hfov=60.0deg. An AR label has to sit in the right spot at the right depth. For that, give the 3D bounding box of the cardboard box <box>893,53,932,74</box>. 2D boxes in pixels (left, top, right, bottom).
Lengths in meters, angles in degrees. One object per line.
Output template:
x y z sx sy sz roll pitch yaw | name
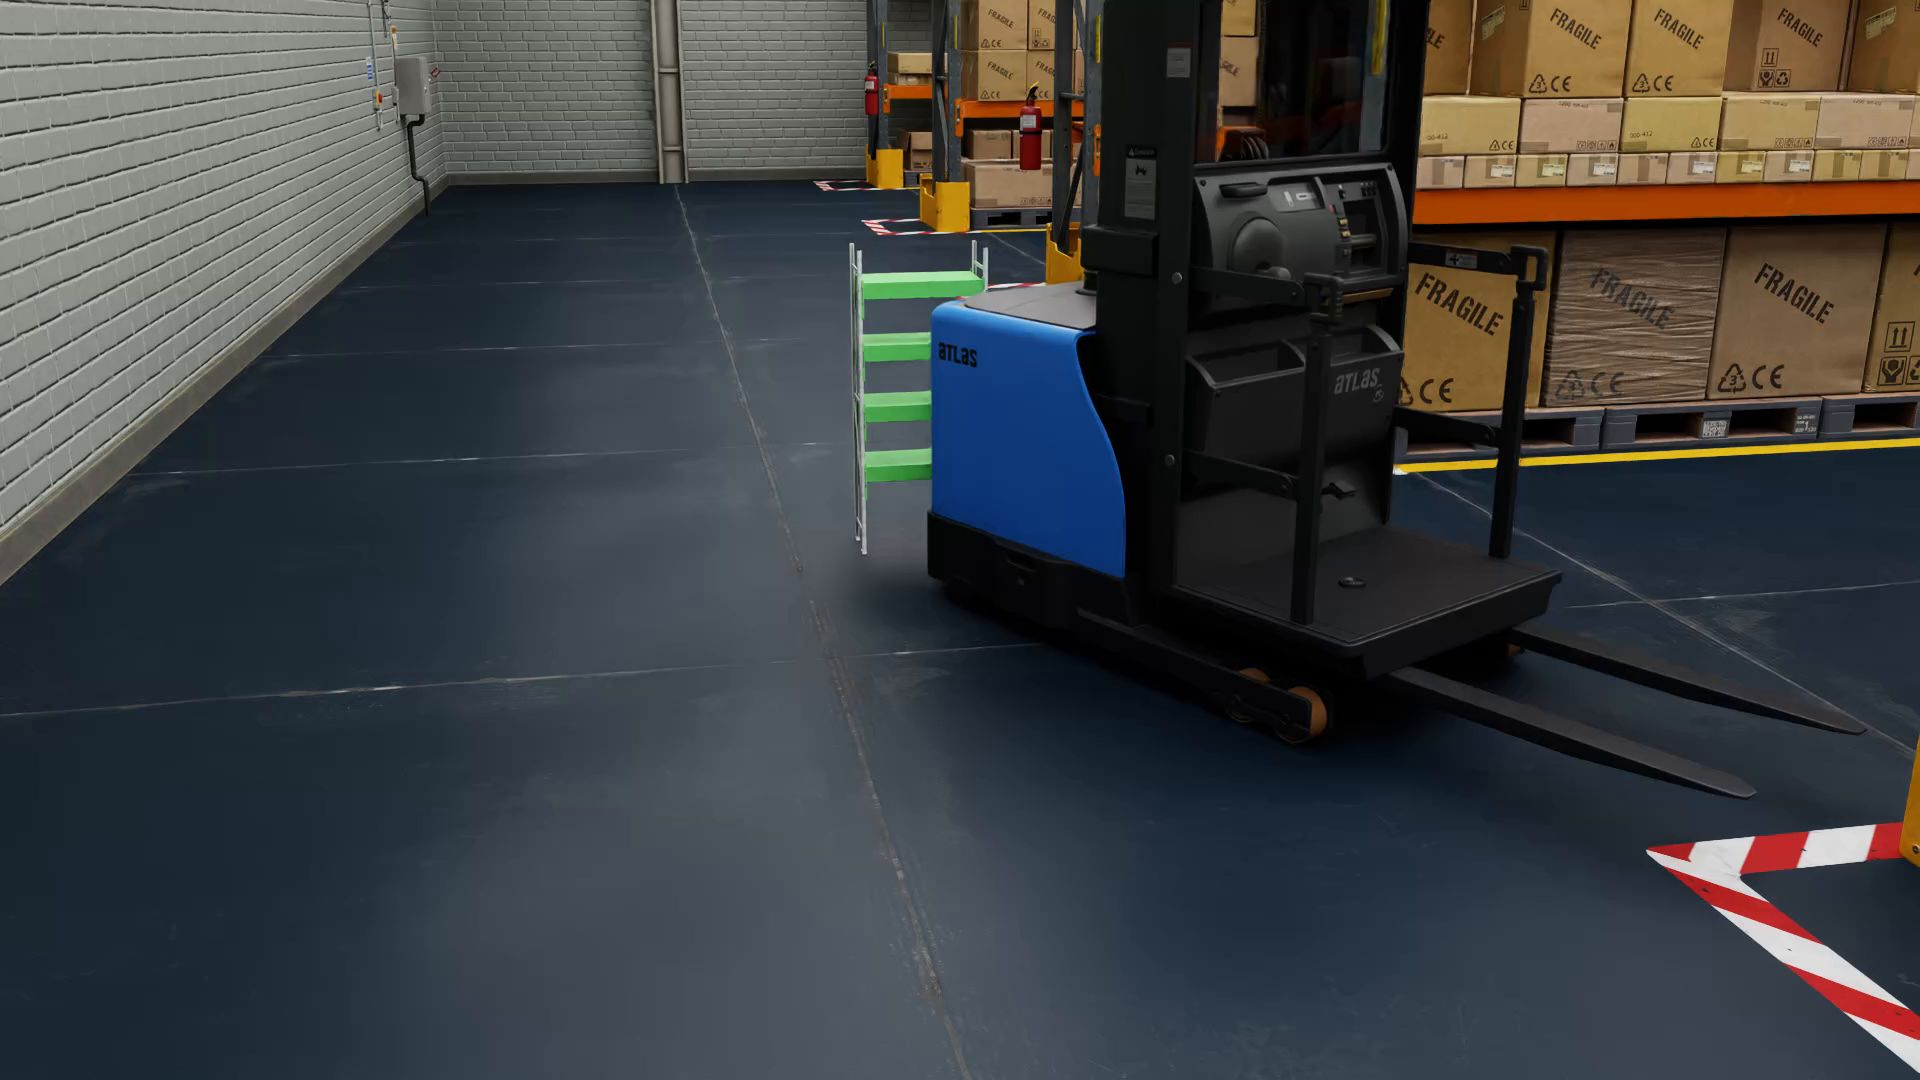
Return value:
-0.594 -6.230 21.734 0.500 0.250 0.500 -3 17 -10 | cardboard box

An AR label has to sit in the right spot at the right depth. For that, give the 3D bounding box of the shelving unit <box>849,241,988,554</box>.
-0.163 -0.564 6.606 0.503 1.200 0.258 -3 17 -10 | shelving unit

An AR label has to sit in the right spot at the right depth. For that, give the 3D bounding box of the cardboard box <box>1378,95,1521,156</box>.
2.257 -1.943 7.779 0.500 0.250 0.500 -4 17 -12 | cardboard box

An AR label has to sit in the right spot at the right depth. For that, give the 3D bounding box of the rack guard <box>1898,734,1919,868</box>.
2.653 0.704 3.669 0.348 0.500 1.175 -3 17 -10 | rack guard

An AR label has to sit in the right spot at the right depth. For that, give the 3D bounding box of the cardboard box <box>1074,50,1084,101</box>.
1.375 -4.832 17.264 0.500 0.500 0.500 -3 17 -11 | cardboard box

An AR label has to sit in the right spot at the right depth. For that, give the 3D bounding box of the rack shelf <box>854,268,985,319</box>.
-0.163 -0.962 6.483 0.480 0.148 0.258 -3 17 -10 | rack shelf

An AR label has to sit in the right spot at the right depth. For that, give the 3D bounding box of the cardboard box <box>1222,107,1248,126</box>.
2.018 -3.243 12.688 0.250 0.149 0.380 -2 17 -8 | cardboard box

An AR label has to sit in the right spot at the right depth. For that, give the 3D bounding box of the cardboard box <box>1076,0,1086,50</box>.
1.390 -5.313 17.127 0.500 0.500 0.500 -3 17 -11 | cardboard box

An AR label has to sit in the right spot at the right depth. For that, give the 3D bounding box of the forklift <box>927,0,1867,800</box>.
1.201 -0.970 4.977 1.130 2.935 3.031 -14 22 -37 | forklift

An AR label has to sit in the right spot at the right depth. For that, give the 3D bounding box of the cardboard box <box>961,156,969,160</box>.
-0.048 -5.069 22.346 0.250 0.149 0.380 -4 18 -13 | cardboard box

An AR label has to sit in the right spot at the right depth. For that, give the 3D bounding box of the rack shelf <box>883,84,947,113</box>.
0.873 -5.979 22.395 4.000 0.370 1.077 -3 17 -10 | rack shelf

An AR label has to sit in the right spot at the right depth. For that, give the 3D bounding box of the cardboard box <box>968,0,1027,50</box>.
0.380 -5.251 16.926 0.500 0.500 0.500 -4 17 -12 | cardboard box

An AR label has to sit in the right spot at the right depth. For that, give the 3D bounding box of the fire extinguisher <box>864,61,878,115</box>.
-1.147 -5.855 21.532 0.183 0.674 0.296 -3 17 -10 | fire extinguisher

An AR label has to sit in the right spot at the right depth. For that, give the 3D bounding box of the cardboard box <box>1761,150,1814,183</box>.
3.913 -1.830 8.088 0.250 0.149 0.380 -3 17 -10 | cardboard box

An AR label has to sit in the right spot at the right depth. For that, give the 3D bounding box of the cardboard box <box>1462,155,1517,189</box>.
2.397 -1.743 7.806 0.250 0.149 0.380 -4 17 -11 | cardboard box

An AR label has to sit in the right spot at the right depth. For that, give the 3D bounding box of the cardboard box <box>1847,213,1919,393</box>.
4.999 -1.318 8.898 0.875 0.875 0.875 -3 17 -10 | cardboard box

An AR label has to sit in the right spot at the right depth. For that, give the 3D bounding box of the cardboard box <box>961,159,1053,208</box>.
0.484 -3.822 17.796 0.875 0.438 0.875 -4 17 -12 | cardboard box

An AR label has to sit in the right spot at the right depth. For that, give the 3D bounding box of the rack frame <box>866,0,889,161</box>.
-1.091 -6.212 21.926 0.127 3.000 1.000 -3 17 -10 | rack frame

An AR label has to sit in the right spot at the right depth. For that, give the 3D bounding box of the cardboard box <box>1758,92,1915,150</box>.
4.270 -2.059 8.155 0.500 0.250 0.500 -3 17 -9 | cardboard box

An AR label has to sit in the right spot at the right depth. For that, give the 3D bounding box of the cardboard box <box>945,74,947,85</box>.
-0.223 -6.083 21.935 0.250 0.149 0.380 -3 17 -11 | cardboard box

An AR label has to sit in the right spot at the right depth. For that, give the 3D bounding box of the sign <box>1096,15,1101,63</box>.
0.996 -3.617 12.004 0.005 0.325 0.100 -3 17 -10 | sign

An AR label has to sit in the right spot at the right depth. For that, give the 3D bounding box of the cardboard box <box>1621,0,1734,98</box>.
3.256 -2.360 7.859 0.500 0.500 0.500 -4 17 -12 | cardboard box

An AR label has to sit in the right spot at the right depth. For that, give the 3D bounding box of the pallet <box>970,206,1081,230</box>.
0.625 -3.515 17.896 1.213 0.211 1.003 -3 17 -10 | pallet

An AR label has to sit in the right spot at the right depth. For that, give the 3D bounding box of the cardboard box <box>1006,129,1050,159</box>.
0.913 -5.261 22.374 0.500 0.500 0.500 -3 17 -9 | cardboard box

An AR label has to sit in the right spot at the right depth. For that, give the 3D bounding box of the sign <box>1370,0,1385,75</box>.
1.834 -2.215 7.306 0.005 0.325 0.100 -3 17 -10 | sign

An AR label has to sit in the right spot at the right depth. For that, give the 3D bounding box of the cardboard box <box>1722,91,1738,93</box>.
3.669 -2.185 8.565 0.500 0.250 0.500 -3 17 -10 | cardboard box

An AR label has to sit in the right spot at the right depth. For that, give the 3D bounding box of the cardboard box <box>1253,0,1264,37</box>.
2.393 -4.028 12.439 0.500 0.500 0.500 -4 17 -12 | cardboard box

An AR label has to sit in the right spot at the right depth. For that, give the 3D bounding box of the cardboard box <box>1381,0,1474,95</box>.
2.163 -2.456 8.170 0.500 0.500 0.500 -3 17 -10 | cardboard box

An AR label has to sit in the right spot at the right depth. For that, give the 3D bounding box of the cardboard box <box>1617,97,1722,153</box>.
3.260 -2.001 7.967 0.500 0.250 0.500 -4 17 -12 | cardboard box

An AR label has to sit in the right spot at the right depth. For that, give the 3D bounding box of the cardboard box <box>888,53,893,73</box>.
-0.689 -6.384 22.237 0.500 0.250 0.500 -3 17 -9 | cardboard box

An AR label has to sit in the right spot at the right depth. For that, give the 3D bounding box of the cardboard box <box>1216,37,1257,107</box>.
1.907 -3.532 12.525 0.500 0.500 0.500 -3 17 -10 | cardboard box

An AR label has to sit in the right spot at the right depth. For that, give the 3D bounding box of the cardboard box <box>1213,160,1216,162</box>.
2.266 -3.925 18.132 0.875 0.438 0.875 -4 17 -12 | cardboard box

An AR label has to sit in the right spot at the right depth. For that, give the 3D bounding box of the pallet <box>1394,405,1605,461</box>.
2.505 -0.658 8.595 1.213 0.211 1.003 -3 17 -10 | pallet

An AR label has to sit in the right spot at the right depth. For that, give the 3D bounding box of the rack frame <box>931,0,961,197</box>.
-0.145 -4.781 17.268 0.127 3.000 1.000 -3 17 -10 | rack frame

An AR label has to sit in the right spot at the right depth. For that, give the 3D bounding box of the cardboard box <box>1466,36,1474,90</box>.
3.889 -3.635 12.862 0.500 0.500 0.500 -4 17 -12 | cardboard box

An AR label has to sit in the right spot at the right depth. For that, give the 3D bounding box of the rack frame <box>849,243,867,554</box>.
-0.402 -0.551 6.561 0.015 1.200 0.240 -3 17 -10 | rack frame

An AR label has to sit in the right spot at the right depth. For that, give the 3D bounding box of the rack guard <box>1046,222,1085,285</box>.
0.968 -2.169 13.021 0.348 0.500 1.175 -3 17 -10 | rack guard

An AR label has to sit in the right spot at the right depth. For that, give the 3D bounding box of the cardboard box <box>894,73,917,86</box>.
-0.716 -6.031 21.765 0.250 0.149 0.380 -3 17 -11 | cardboard box

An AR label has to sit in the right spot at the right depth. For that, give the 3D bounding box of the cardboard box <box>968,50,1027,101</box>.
0.380 -4.773 17.071 0.500 0.500 0.500 -3 17 -11 | cardboard box

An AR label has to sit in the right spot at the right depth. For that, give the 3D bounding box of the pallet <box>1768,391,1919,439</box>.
4.901 -0.794 9.037 1.213 0.211 1.003 -3 17 -10 | pallet

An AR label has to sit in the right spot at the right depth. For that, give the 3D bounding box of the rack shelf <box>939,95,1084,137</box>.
1.818 -4.548 17.737 4.000 0.370 1.077 -3 17 -10 | rack shelf

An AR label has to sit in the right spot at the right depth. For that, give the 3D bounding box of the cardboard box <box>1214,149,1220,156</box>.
3.354 -5.402 22.834 0.500 0.500 0.500 -2 17 -8 | cardboard box

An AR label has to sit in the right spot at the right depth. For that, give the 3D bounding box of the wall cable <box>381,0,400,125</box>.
-5.958 -5.354 17.404 0.122 1.984 0.588 -3 17 -10 | wall cable

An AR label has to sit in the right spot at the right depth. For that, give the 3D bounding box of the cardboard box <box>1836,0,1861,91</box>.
4.658 -2.598 8.632 0.500 0.500 0.500 -3 17 -10 | cardboard box

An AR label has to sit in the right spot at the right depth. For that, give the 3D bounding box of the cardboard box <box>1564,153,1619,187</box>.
2.905 -1.772 7.902 0.250 0.149 0.380 -4 17 -11 | cardboard box

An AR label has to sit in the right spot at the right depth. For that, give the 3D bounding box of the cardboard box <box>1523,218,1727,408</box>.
3.241 -1.218 8.574 0.875 0.875 0.875 -3 17 -10 | cardboard box

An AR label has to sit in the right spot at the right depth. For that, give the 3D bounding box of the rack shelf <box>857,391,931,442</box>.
-0.163 -0.503 6.624 0.480 0.148 0.258 -3 17 -10 | rack shelf

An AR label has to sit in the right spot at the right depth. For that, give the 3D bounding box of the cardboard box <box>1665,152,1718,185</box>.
3.408 -1.801 7.994 0.250 0.149 0.380 -3 17 -11 | cardboard box

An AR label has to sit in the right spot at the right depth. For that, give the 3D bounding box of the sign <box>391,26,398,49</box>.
-6.125 -5.441 18.011 0.001 0.242 0.339 -3 17 -10 | sign

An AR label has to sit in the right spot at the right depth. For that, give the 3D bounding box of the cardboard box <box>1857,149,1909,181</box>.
4.414 -1.858 8.179 0.250 0.149 0.380 -3 17 -9 | cardboard box
